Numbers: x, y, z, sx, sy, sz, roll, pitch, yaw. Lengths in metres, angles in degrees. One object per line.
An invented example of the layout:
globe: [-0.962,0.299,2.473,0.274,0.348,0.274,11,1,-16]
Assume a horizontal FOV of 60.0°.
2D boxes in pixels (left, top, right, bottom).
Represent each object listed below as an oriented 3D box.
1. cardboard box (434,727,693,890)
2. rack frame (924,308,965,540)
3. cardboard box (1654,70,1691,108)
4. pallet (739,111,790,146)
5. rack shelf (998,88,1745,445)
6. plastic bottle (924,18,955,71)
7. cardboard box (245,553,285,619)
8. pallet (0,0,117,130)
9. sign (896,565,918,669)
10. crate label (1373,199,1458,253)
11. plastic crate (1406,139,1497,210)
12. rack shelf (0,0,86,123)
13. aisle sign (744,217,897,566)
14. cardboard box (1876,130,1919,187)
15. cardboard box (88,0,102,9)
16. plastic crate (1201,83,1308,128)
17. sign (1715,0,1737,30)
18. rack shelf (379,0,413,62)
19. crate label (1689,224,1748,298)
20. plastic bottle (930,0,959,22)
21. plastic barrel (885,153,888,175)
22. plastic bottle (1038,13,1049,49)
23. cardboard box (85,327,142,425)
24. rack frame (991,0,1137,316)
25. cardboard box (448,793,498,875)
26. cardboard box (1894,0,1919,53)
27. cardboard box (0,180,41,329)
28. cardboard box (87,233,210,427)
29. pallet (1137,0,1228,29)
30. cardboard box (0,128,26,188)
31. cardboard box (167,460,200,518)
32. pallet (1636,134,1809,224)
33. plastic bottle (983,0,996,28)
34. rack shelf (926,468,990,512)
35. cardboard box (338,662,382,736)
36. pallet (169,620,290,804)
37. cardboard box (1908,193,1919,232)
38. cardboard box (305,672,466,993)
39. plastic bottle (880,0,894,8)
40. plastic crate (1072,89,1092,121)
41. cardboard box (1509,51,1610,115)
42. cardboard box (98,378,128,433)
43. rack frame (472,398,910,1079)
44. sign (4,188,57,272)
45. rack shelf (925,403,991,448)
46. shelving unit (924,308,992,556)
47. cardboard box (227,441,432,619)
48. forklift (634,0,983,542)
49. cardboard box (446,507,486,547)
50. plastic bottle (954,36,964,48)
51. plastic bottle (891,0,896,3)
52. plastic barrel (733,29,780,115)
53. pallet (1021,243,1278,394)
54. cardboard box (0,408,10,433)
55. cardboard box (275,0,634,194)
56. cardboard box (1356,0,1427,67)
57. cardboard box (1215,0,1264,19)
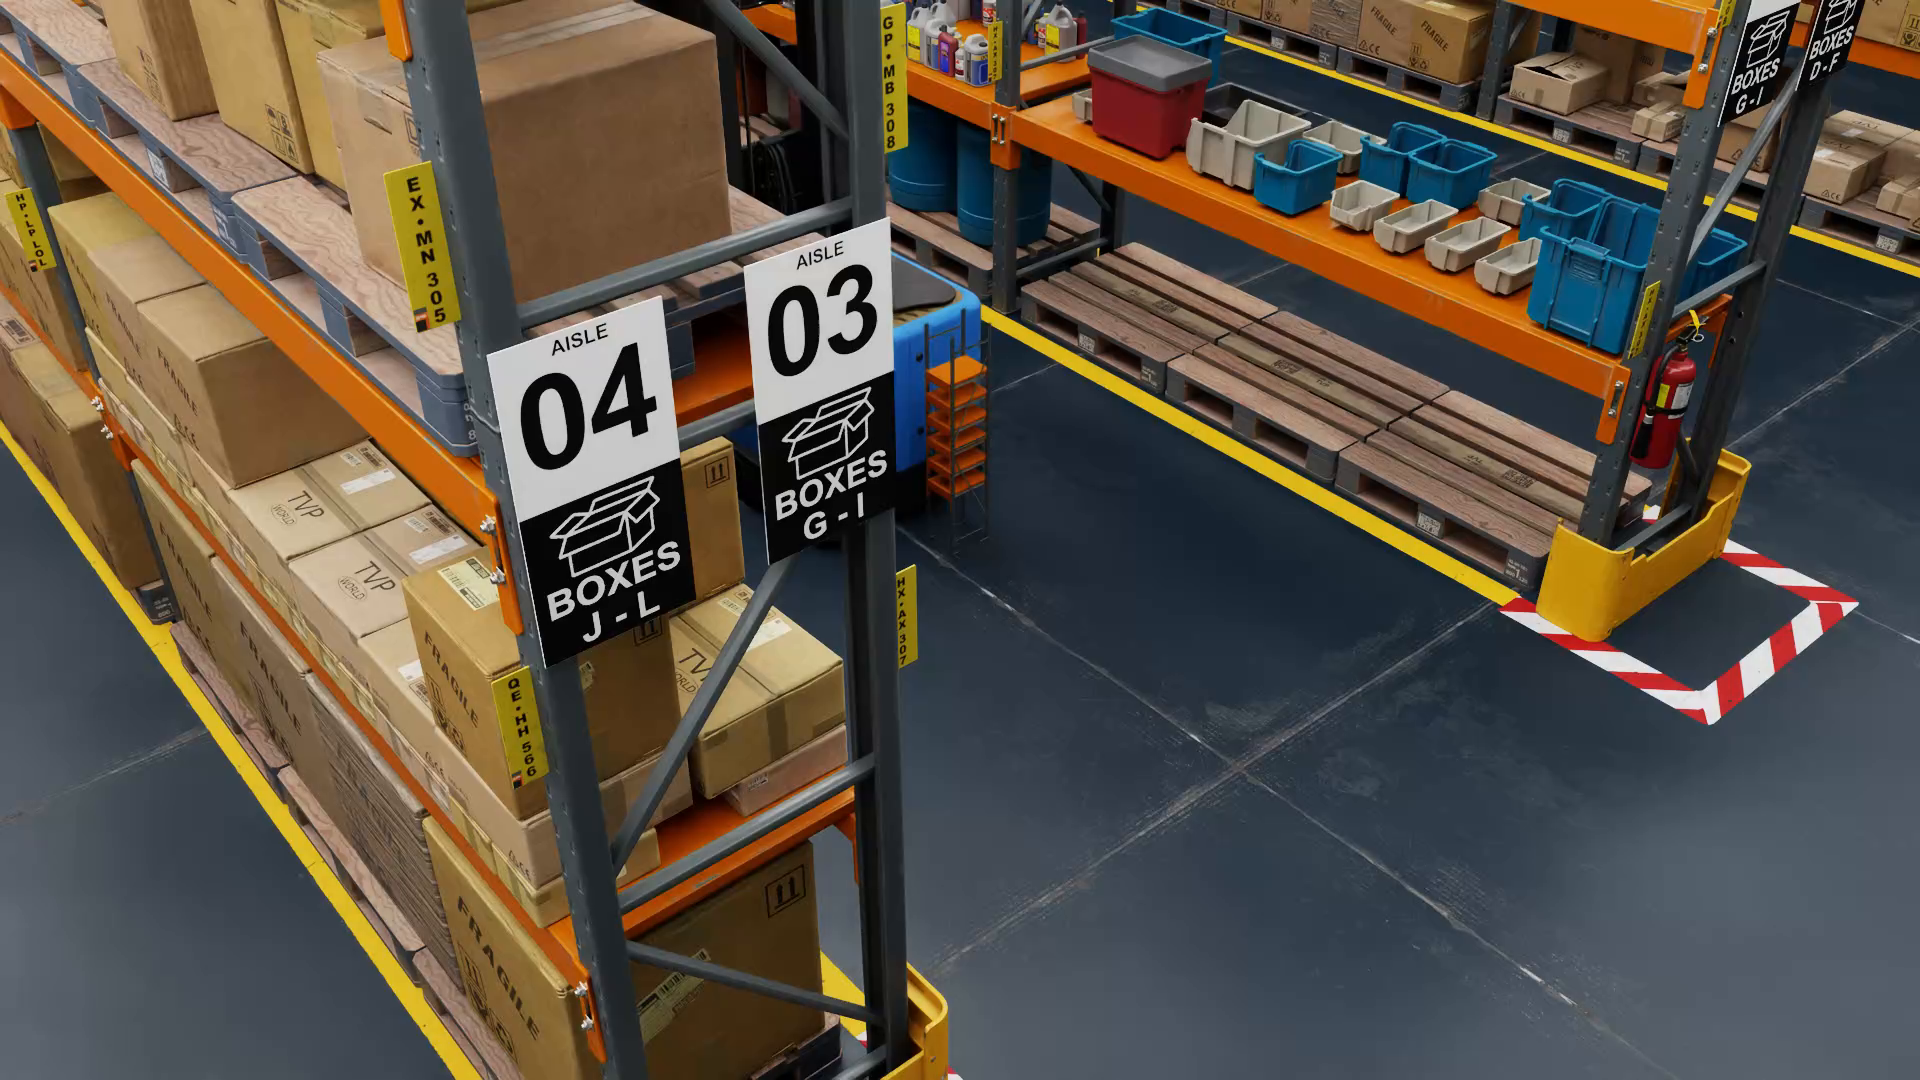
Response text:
cardboard box: [-1.101,0.632,4.635,0.500,0.250,0.500,-27,43,-32]
rack frame: [-0.068,-0.536,7.969,0.240,1.200,0.006,-26,43,-32]
cardboard box: [5.472,-3.257,12.200,0.500,0.311,0.500,-26,43,-32]
pallet: [-1.424,-3.102,12.447,1.003,0.211,1.213,-26,43,-32]
rack shelf: [1.908,-1.630,8.578,1.077,0.370,4.000,-26,43,-32]
plastic bottle: [-0.120,-2.970,9.956,0.152,0.276,0.135,-26,43,-32]
cardboard box: [-2.223,0.086,5.751,0.380,0.149,0.250,-27,44,-33]
pallet: [-2.647,-1.782,5.652,1.003,0.211,1.213,-26,43,-32]
sign: [-0.158,0.217,4.531,0.100,0.325,0.005,-26,43,-32]
crate label: [2.159,-1.497,7.944,0.396,0.136,0.243,-26,43,-32]
plastic crate: [2.441,-1.810,8.303,0.416,0.233,0.300,-26,43,-32]
rack shelf: [-4.457,-2.772,7.596,1.077,0.370,4.000,-26,43,-32]
aisle sign: [-0.310,-0.334,3.877,0.394,0.787,0.004,-26,43,-32]
cardboard box: [6.528,-2.510,11.197,0.500,0.250,0.500,-26,43,-32]
cardboard box: [-2.616,-2.113,5.506,0.700,0.500,0.500,-29,44,-34]
plastic crate: [1.544,-2.324,9.123,0.437,0.125,0.590,-26,43,-32]
sign: [2.788,-2.009,5.987,0.100,0.325,0.005,-26,43,-32]
rack shelf: [-1.876,-2.067,4.351,1.077,0.370,4.000,-26,43,-32]
crate label: [3.290,-1.228,7.482,0.416,0.233,0.303,-26,43,-32]
plastic bottle: [-0.104,-3.454,10.639,0.152,0.276,0.135,-26,43,-32]
plastic barrel: [-0.474,-2.804,11.403,0.421,0.512,0.421,0,35,0]
plastic bottle: [0.532,-3.149,10.273,0.097,0.201,0.097,0,35,0]
cardboard box: [-3.064,-0.714,6.535,0.500,0.250,0.500,-27,43,-33]
rack frame: [0.617,-2.806,9.617,1.000,3.000,0.127,-26,43,-32]
cardboard box: [-1.236,0.761,4.797,0.380,0.149,0.250,-26,43,-31]
cardboard box: [6.150,-3.251,10.158,0.500,0.500,0.500,-26,43,-31]
cardboard box: [-3.991,-1.325,7.440,0.500,0.500,0.500,-25,42,-30]
cardboard box: [-2.741,-0.798,6.005,0.500,0.500,0.500,-26,43,-32]
pallet: [2.275,-4.936,15.037,1.003,0.211,1.213,-26,43,-32]
cardboard box: [-4.019,-1.995,7.518,0.797,0.503,0.637,-26,43,-31]
cardboard box: [-2.719,-0.254,6.231,0.380,0.149,0.250,-27,44,-33]
pallet: [5.637,-2.672,11.840,1.003,0.211,1.213,-26,43,-32]
plastic bottle: [0.194,-3.381,10.600,0.097,0.201,0.097,0,35,0]
rack shelf: [-0.009,-0.264,8.077,0.258,0.103,0.180,-26,43,-32]
cardboard box: [-1.727,0.425,5.272,0.380,0.149,0.250,-27,43,-33]
pallet: [-2.736,0.544,7.299,1.003,0.211,1.213,-26,43,-32]
cardboard box: [6.445,-2.194,10.534,0.500,0.500,0.500,-26,43,-32]
cardboard box: [-1.647,0.848,5.932,0.875,0.875,0.875,-26,43,-32]
plastic bottle: [-0.446,-3.193,10.270,0.152,0.276,0.135,-26,43,-32]
plastic crate: [0.808,-2.464,9.311,0.396,0.136,0.243,-26,43,-32]
cardboard box: [4.509,-3.468,12.498,0.500,0.311,0.500,-26,43,-32]
cardboard box: [-3.230,-0.602,6.722,0.380,0.149,0.250,-26,43,-32]
rack frame: [-0.585,0.807,4.515,1.000,3.000,0.127,-26,43,-32]
sign: [-3.575,-1.192,6.405,0.100,0.325,0.005,-26,43,-32]
rack shelf: [-0.009,-0.558,7.869,0.258,0.103,0.180,-26,43,-32]
shelving unit: [-0.009,-0.496,7.912,0.258,1.200,0.189,-26,43,-32]
cardboard box: [-2.096,-0.045,5.591,0.500,0.250,0.500,-26,43,-32]
forklift: [-1.235,-1.955,8.475,1.130,2.935,3.031,-27,43,-33]
cardboard box: [-1.351,-0.016,5.550,0.500,0.250,0.500,-28,44,-33]
plastic bottle: [-0.020,-2.901,9.923,0.097,0.201,0.097,0,35,0]
plastic bottle: [-0.449,-3.305,10.433,0.097,0.271,0.097,0,35,0]
plastic barrel: [-1.636,-3.648,12.320,0.600,0.830,0.708,-26,43,-32]
pallet: [1.121,-1.358,9.985,1.003,0.211,1.213,-26,43,-32]
cardboard box: [-4.749,-1.320,8.994,1.225,0.875,0.875,-26,43,-32]
cardboard box: [-1.233,-1.173,4.179,0.700,0.500,0.500,-28,44,-33]
cardboard box: [3.553,-4.144,13.288,0.500,0.500,0.500,-26,43,-32]
cardboard box: [2.559,-4.818,14.239,0.500,0.500,0.500,-27,43,-32]
